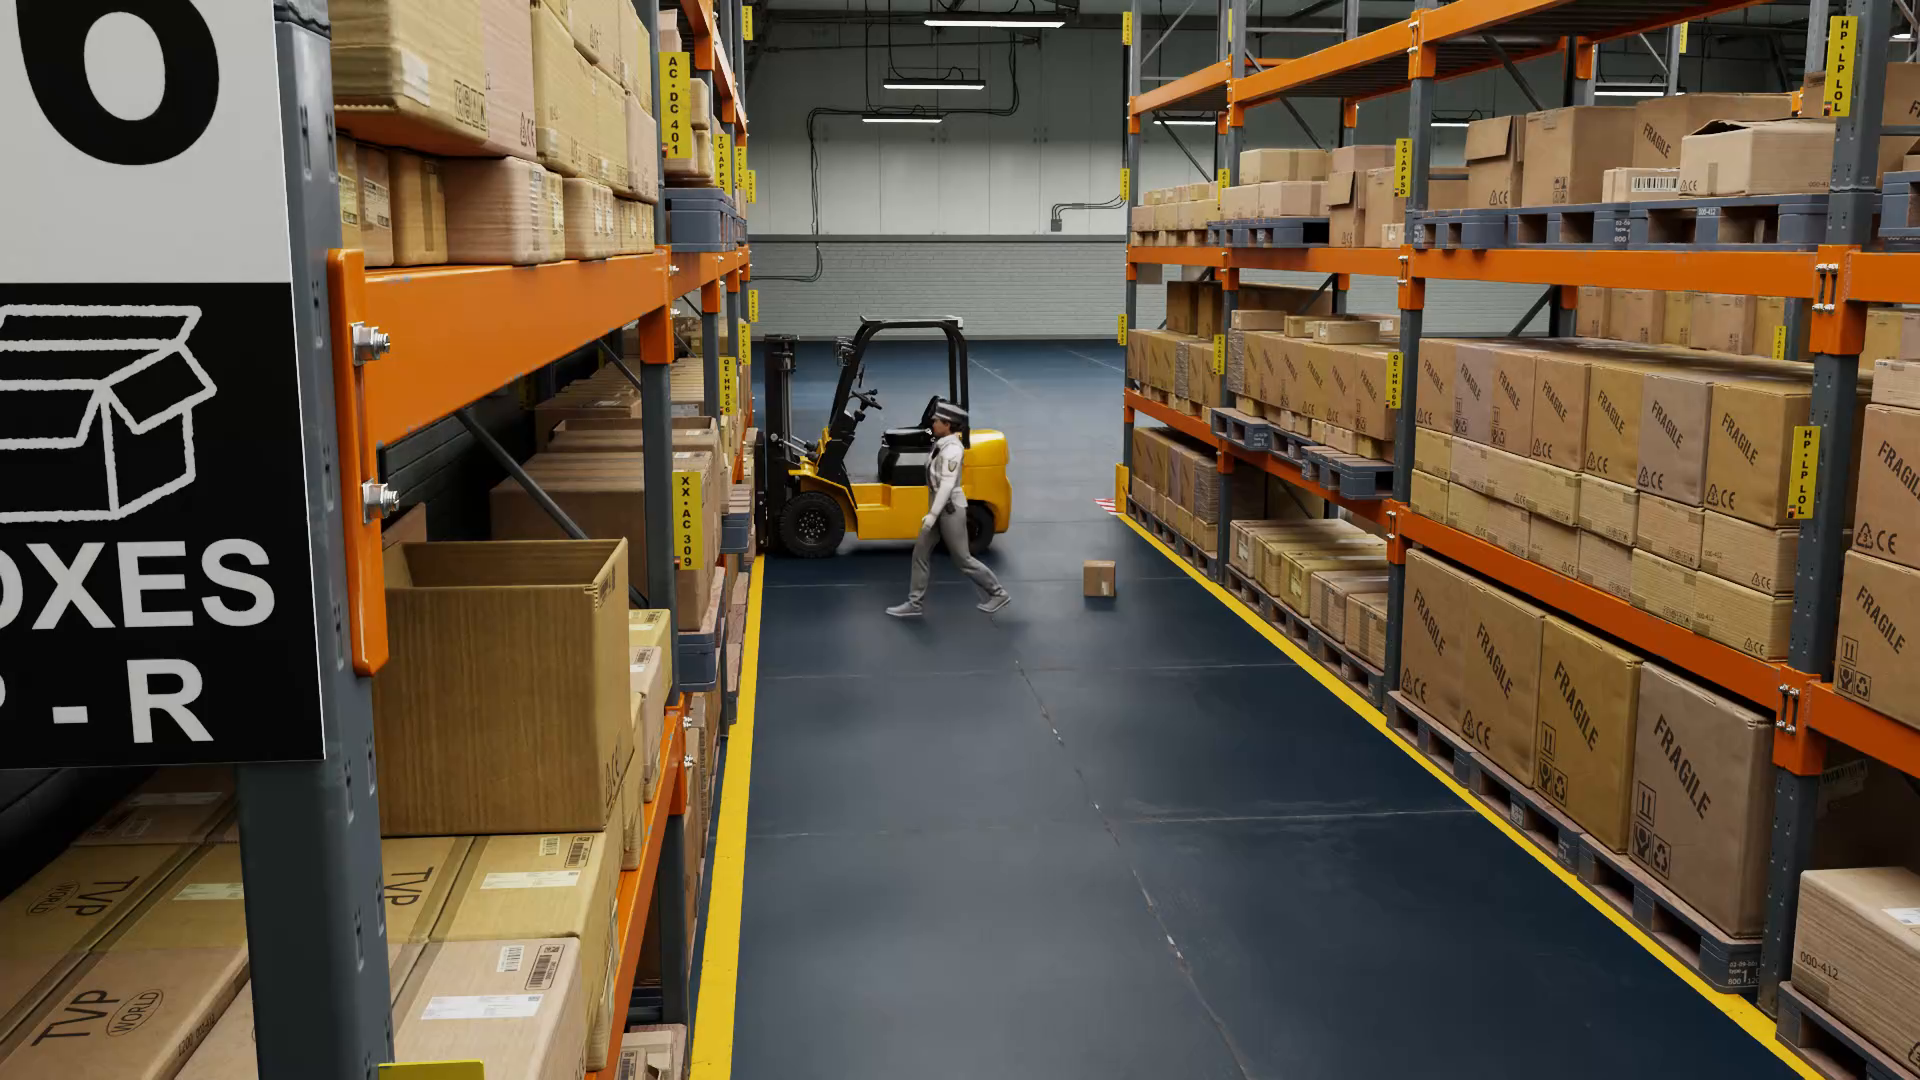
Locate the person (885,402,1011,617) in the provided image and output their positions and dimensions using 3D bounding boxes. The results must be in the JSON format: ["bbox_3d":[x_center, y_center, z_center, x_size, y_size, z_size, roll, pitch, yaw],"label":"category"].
[{"bbox_3d":[-0.087,-0.224,12.562,0.947,1.644,0.482,-2,10,-12],"label":"person"}]
